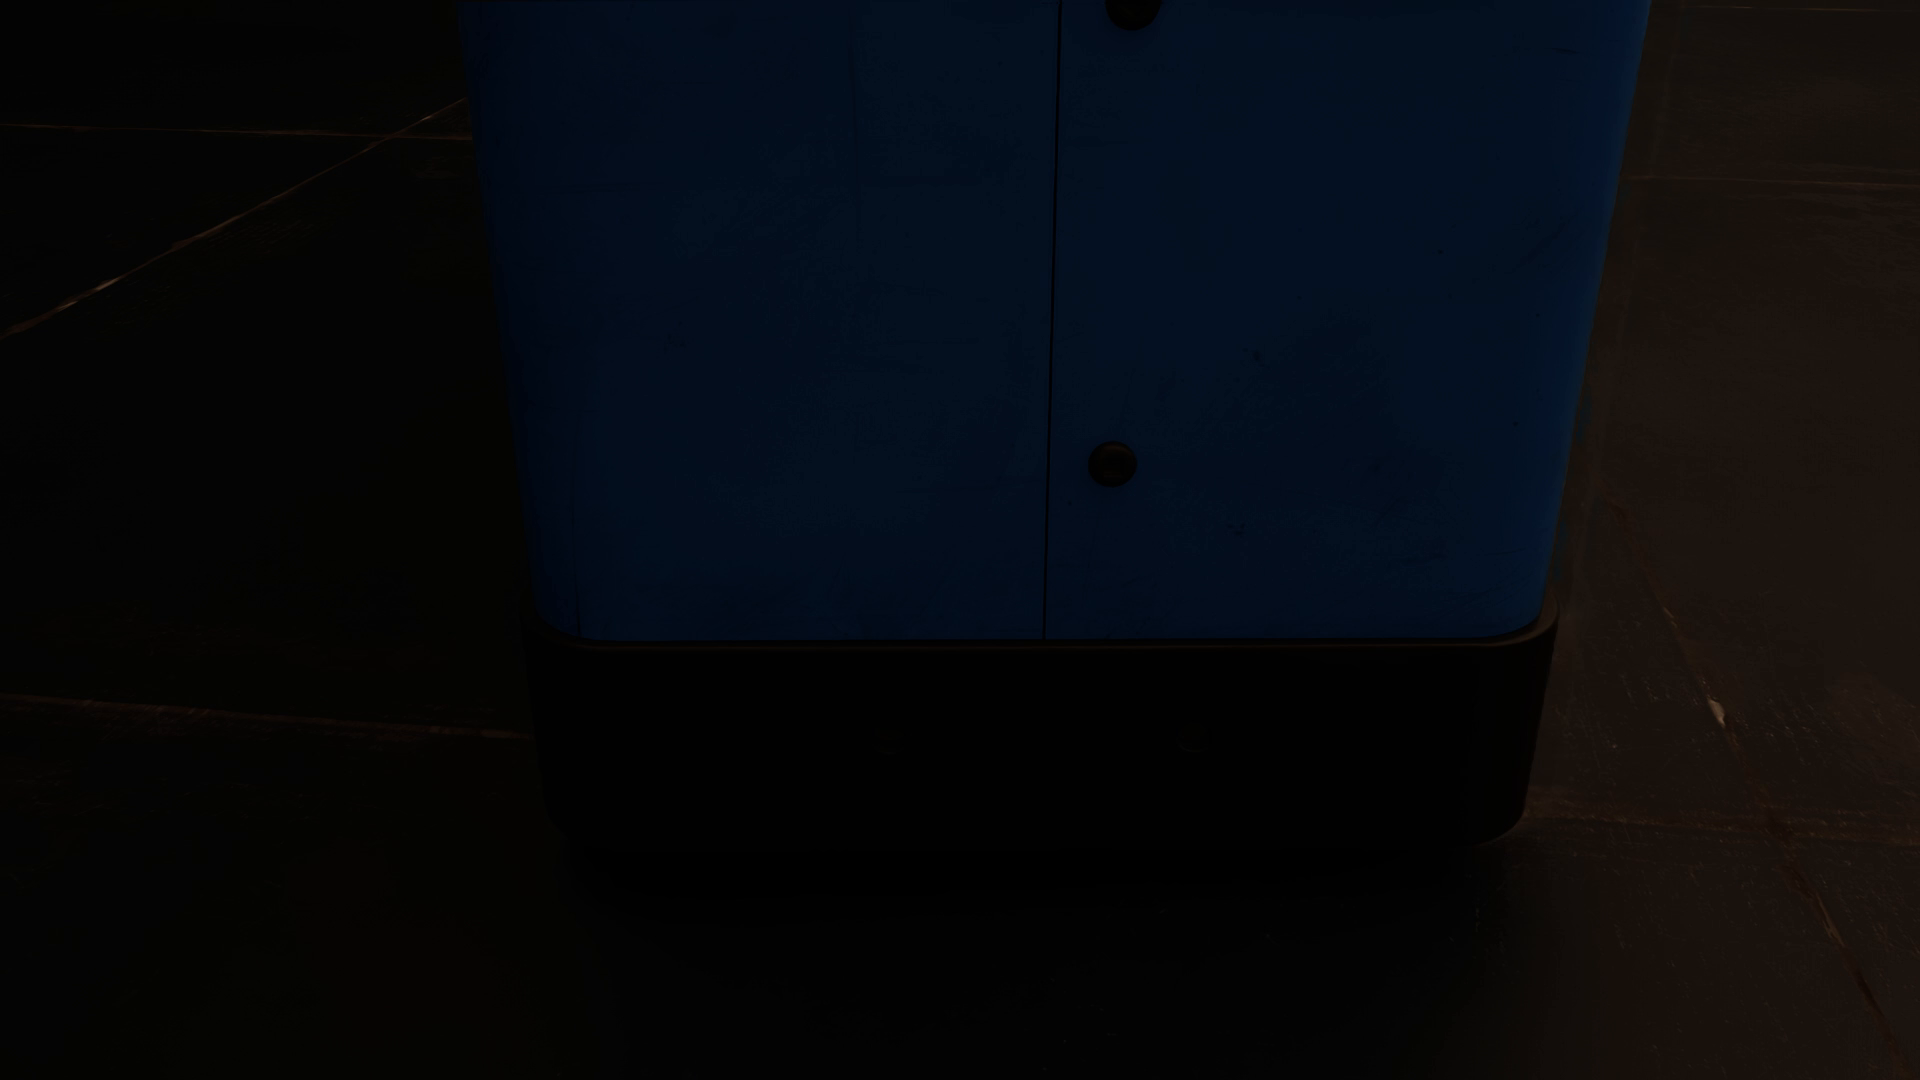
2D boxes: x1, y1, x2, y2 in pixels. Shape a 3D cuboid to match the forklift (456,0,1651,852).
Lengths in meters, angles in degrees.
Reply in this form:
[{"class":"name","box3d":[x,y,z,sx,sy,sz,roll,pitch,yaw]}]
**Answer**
[{"class":"forklift","box3d":[0.070,-1.605,2.435,1.130,2.935,3.031,0,27,0]}]
